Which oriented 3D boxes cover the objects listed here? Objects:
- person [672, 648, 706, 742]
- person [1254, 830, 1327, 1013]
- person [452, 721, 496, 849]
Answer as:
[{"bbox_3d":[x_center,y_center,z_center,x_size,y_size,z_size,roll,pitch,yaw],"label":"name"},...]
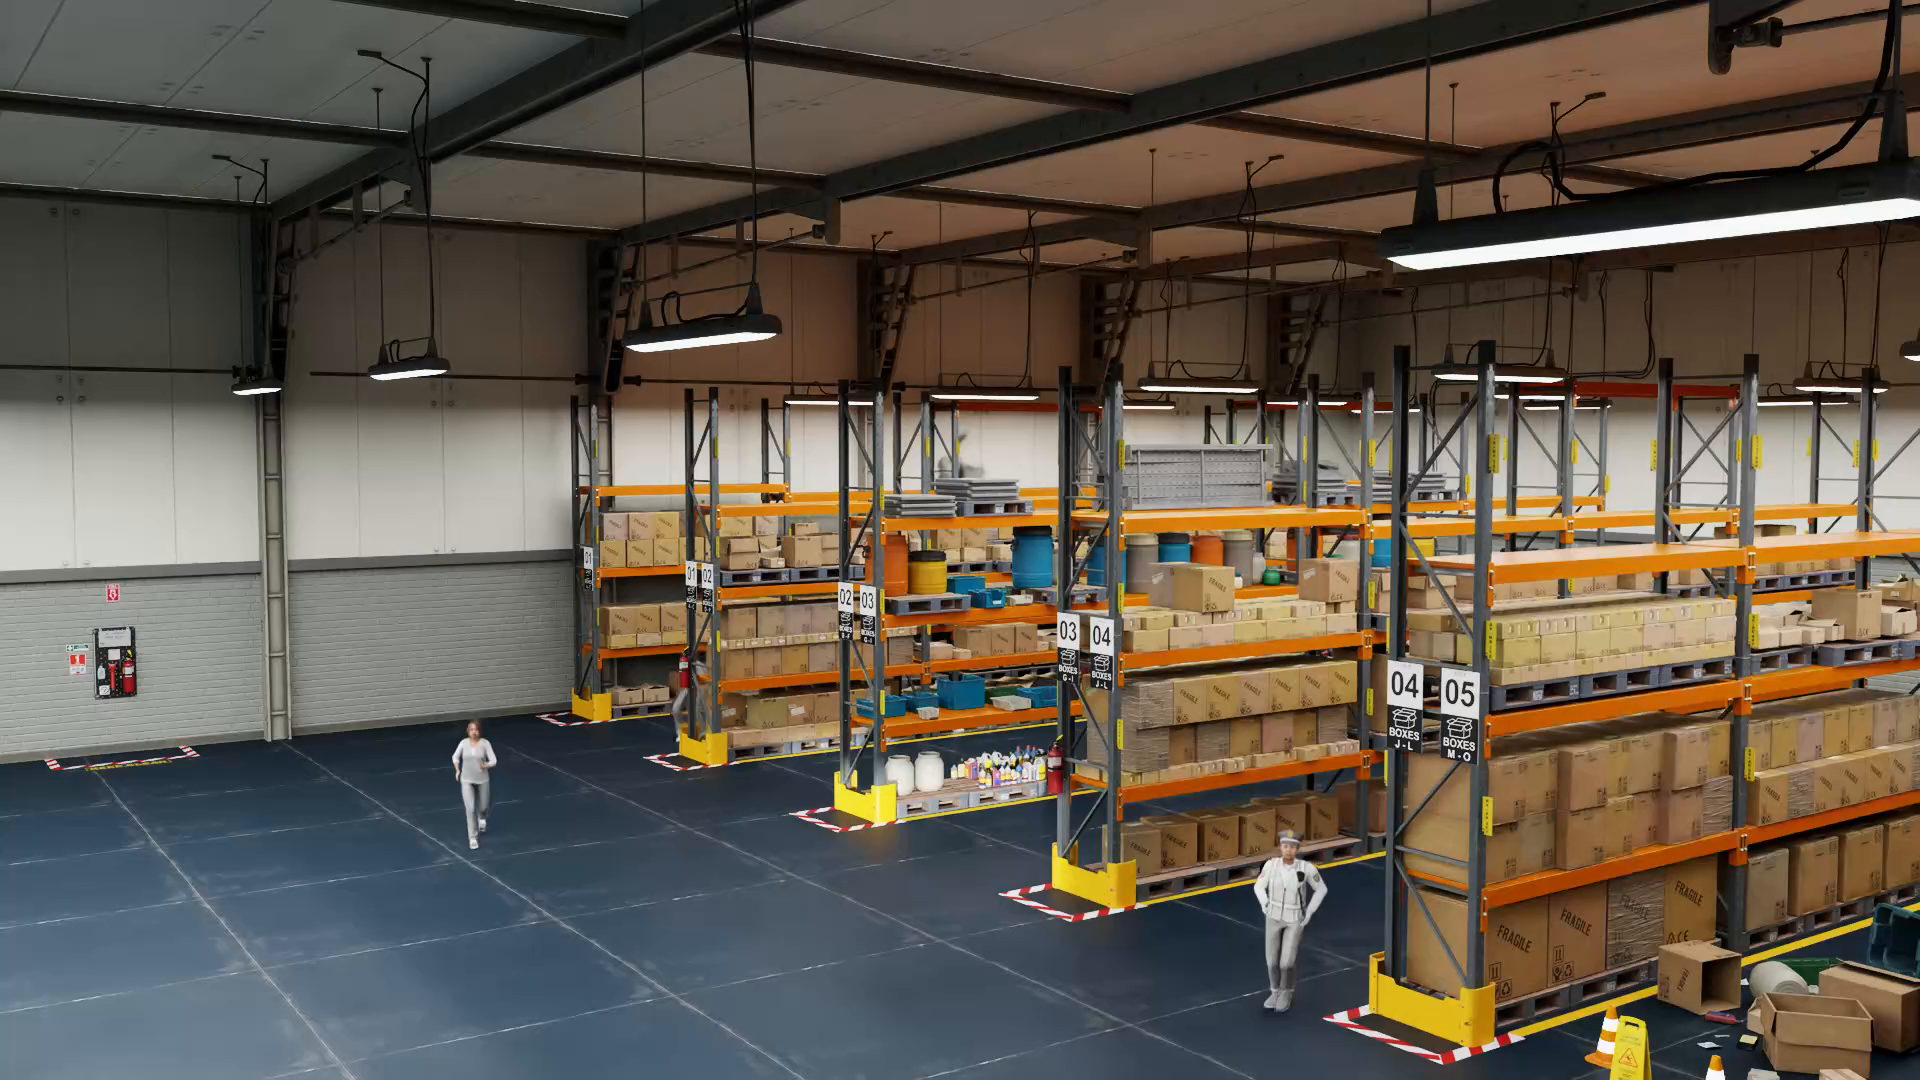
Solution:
[{"bbox_3d":[-4.582,2.641,28.514,0.548,1.692,0.696,3,4,38],"label":"person"},{"bbox_3d":[2.927,3.426,14.921,0.626,1.672,0.556,2,4,27],"label":"person"},{"bbox_3d":[-6.204,3.092,21.252,0.547,1.570,0.822,-1,4,-15],"label":"person"}]
